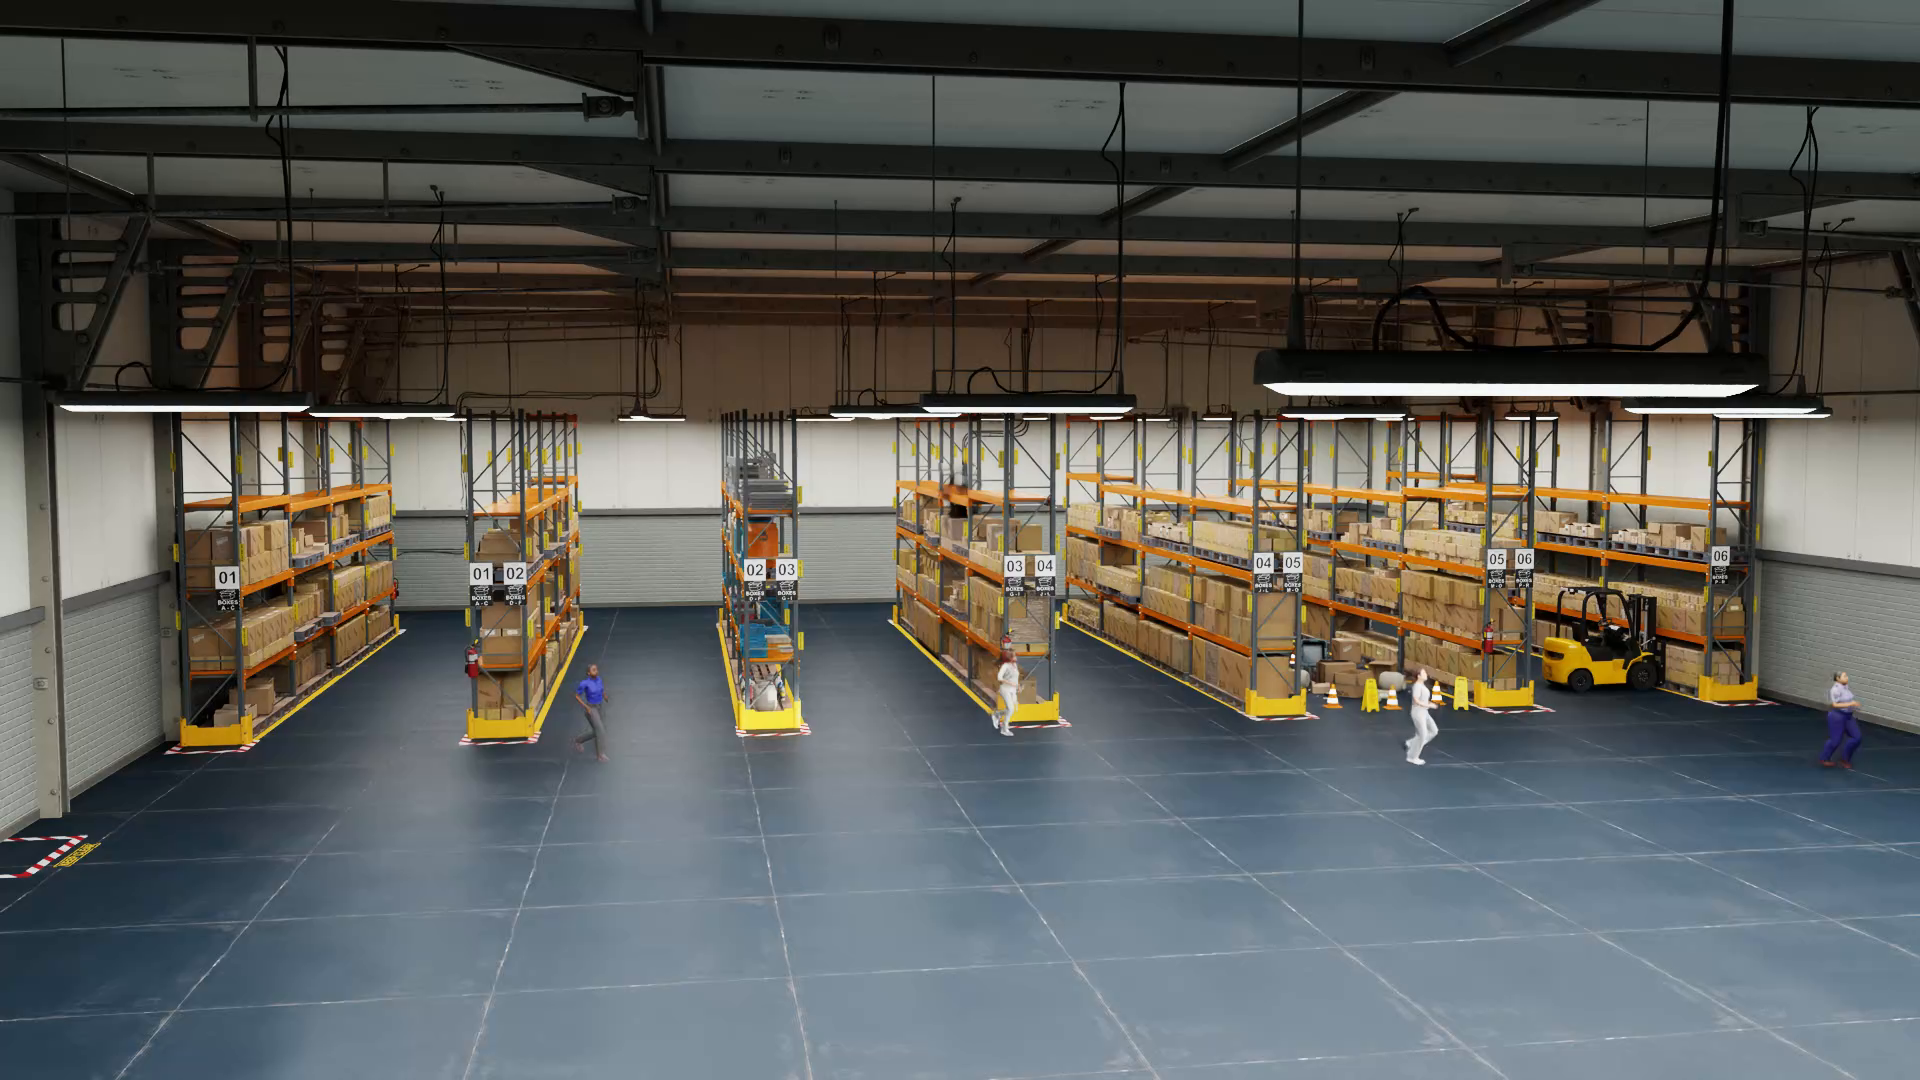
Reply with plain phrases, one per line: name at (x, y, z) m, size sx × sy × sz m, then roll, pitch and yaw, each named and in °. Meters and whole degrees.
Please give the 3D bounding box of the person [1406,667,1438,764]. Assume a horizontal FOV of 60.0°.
person at (7.782, 2.949, 27.994) m, size 0.542 × 1.640 × 0.612 m, roll 2°, pitch 4°, yaw 26°

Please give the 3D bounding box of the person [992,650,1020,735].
person at (0.878, 2.818, 30.808) m, size 0.594 × 1.551 × 0.570 m, roll 3°, pitch 5°, yaw 37°

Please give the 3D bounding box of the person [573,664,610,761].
person at (-6.285, 2.933, 28.408) m, size 0.764 × 1.657 × 0.574 m, roll 2°, pitch 5°, yaw 28°

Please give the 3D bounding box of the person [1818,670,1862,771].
person at (14.584, 2.996, 27.492) m, size 0.582 × 1.691 × 0.673 m, roll -3°, pitch 5°, yaw -35°
